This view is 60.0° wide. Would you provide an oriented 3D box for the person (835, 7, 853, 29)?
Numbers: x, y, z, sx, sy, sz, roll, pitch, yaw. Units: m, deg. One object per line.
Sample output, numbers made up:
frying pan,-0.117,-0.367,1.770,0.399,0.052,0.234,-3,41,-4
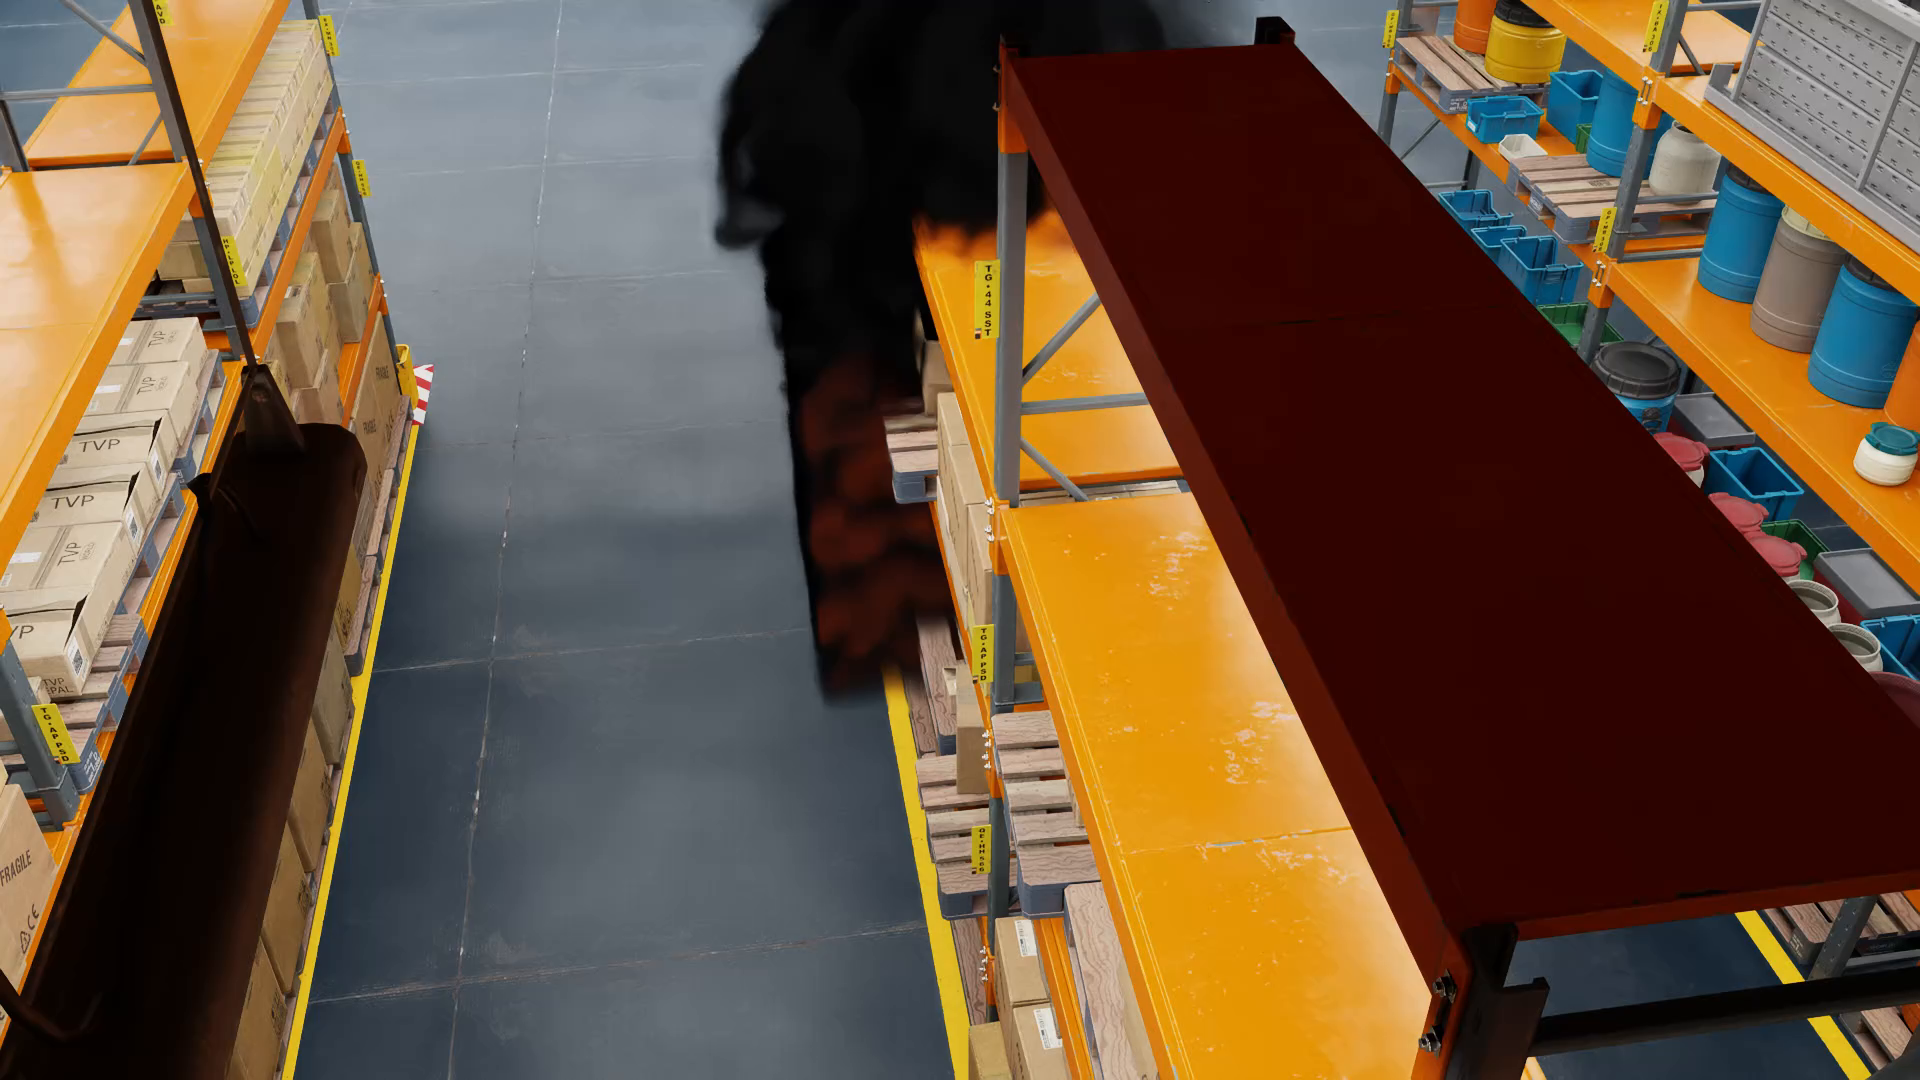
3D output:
person,-1.284,-6.257,20.493,0.577,1.744,0.649,9,37,12
